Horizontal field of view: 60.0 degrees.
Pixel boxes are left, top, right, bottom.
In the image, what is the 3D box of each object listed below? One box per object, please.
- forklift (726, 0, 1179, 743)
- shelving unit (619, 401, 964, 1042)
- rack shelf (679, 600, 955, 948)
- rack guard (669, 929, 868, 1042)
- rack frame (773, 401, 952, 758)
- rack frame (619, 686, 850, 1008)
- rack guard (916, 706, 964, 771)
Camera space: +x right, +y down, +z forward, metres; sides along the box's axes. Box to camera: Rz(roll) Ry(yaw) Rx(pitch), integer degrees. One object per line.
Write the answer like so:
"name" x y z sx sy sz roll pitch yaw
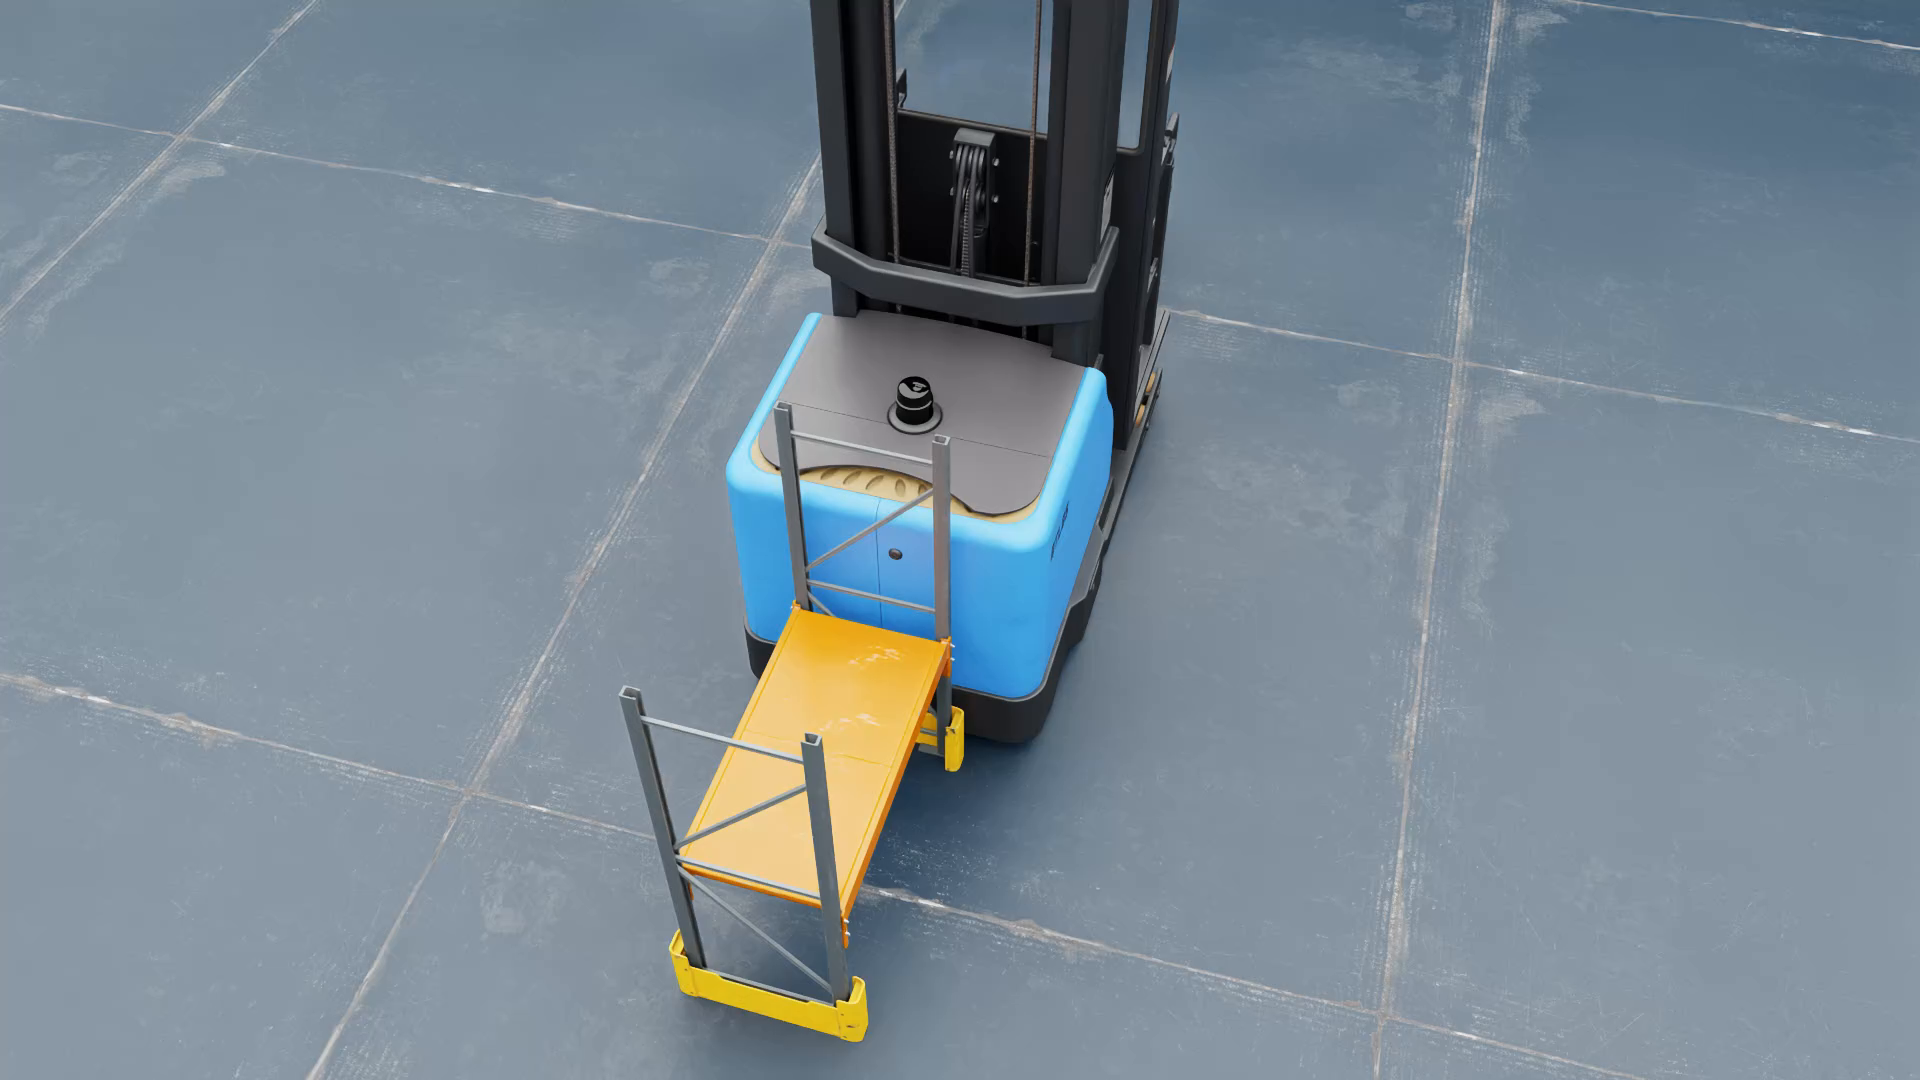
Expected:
"forklift" 0.180 -1.423 5.551 1.130 2.935 3.031 13 50 11
"shelving unit" -0.419 0.547 4.767 0.587 1.500 1.083 13 50 11
"rack shelf" -0.417 0.660 4.907 0.538 0.185 1.000 13 50 11
"rack guard" -0.563 1.318 4.920 0.587 0.250 0.087 13 50 11
"rack frame" -0.270 0.176 5.095 0.500 1.500 0.032 13 50 11
"rack frame" -0.563 0.906 4.450 0.500 1.500 0.032 13 50 11
"rack guard" -0.276 0.603 5.551 0.587 0.250 0.087 13 50 11
